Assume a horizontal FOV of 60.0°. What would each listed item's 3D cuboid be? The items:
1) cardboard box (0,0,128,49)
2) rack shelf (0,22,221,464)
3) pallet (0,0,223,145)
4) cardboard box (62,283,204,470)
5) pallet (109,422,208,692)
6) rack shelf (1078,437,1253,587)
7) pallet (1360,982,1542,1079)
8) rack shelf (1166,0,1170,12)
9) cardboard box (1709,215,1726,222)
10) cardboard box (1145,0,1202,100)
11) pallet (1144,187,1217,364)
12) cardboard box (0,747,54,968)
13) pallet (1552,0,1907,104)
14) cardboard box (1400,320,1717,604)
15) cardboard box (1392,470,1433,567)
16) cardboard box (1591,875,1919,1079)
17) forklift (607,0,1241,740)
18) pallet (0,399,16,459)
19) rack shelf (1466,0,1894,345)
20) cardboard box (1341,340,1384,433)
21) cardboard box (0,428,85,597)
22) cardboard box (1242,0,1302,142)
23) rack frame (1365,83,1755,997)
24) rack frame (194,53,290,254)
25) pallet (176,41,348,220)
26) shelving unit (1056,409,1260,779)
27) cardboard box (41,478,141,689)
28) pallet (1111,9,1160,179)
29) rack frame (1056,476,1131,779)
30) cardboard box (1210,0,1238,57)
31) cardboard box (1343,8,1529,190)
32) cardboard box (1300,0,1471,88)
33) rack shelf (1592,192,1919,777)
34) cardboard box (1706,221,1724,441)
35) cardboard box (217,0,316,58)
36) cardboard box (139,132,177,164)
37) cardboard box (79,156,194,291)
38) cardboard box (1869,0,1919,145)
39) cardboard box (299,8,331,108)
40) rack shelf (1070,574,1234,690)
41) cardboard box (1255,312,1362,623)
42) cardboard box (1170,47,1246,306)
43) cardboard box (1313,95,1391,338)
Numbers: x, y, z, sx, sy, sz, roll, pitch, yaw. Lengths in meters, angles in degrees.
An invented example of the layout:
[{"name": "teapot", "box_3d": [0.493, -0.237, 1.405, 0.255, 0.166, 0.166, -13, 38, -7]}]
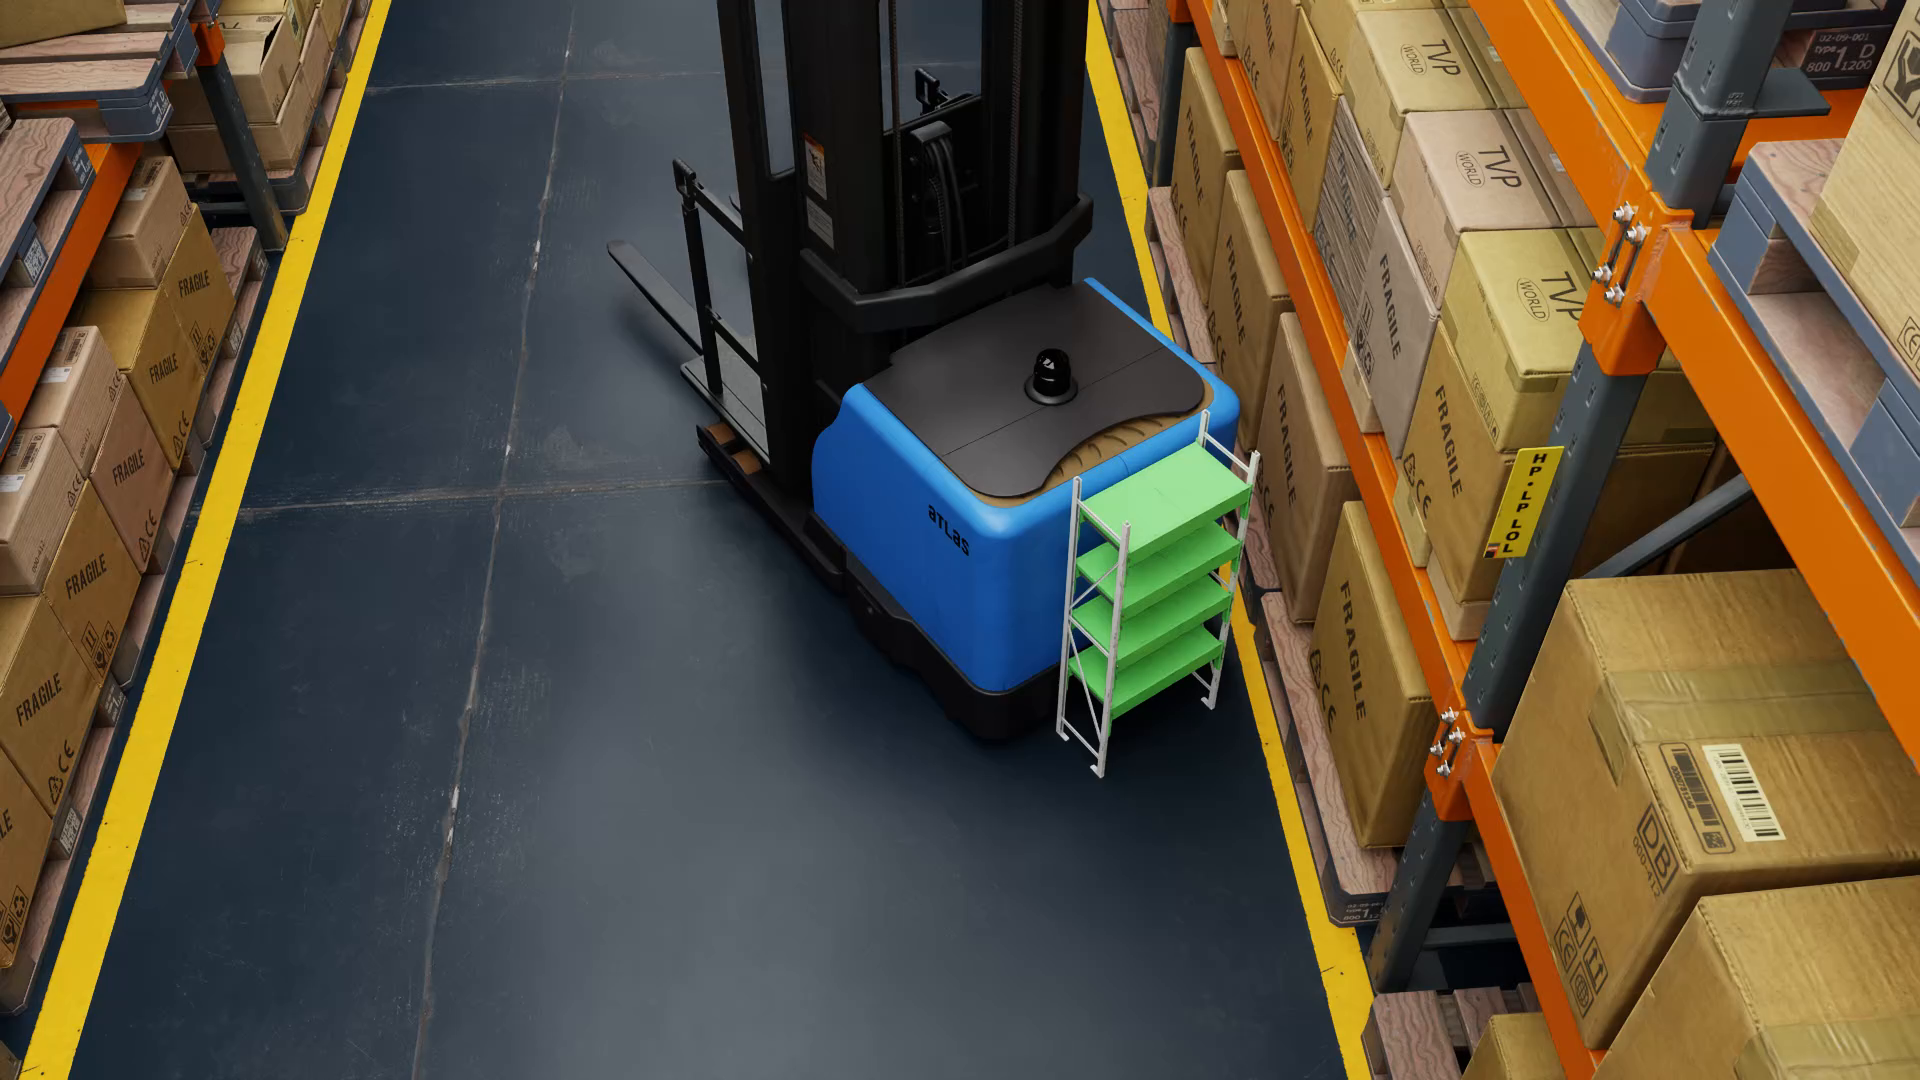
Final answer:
[{"name": "cardboard box", "box_3d": [-3.375, -2.065, 5.782, 0.700, 0.500, 0.500, -18, 49, -16]}, {"name": "rack shelf", "box_3d": [-3.372, -0.641, 5.286, 1.077, 0.370, 4.000, -3, 47, -3]}, {"name": "pallet", "box_3d": [-3.413, -1.783, 6.005, 1.213, 0.211, 1.003, -3, 47, -3]}, {"name": "cardboard box", "box_3d": [-3.184, -0.590, 6.161, 0.500, 0.500, 0.500, -5, 47, -5]}, {"name": "pallet", "box_3d": [-3.416, 0.047, 6.060, 1.003, 0.211, 1.213, -3, 47, -3]}, {"name": "rack shelf", "box_3d": [0.599, -0.087, 4.933, 0.480, 0.148, 0.258, -28, 52, -24]}, {"name": "pallet", "box_3d": [1.717, 1.769, 4.429, 1.003, 0.211, 1.213, -3, 47, -3]}, {"name": "rack shelf", "box_3d": [1.229, -3.838, 8.315, 1.077, 0.370, 4.000, -3, 47, -3]}, {"name": "cardboard box", "box_3d": [1.902, -0.873, 4.207, 0.500, 0.250, 0.500, -3, 47, -3]}, {"name": "cardboard box", "box_3d": [1.284, -2.448, 7.921, 0.700, 0.500, 0.500, -3, 47, -3]}, {"name": "pallet", "box_3d": [1.387, -1.105, 7.151, 1.003, 0.211, 1.213, -3, 47, -3]}, {"name": "cardboard box", "box_3d": [-3.002, 0.903, 4.748, 0.500, 0.500, 0.500, -5, 47, -5]}, {"name": "pallet", "box_3d": [1.605, -1.371, 3.548, 0.805, 0.209, 1.217, -5, 47, -5]}, {"name": "cardboard box", "box_3d": [1.441, -0.207, 4.093, 0.500, 0.500, 0.500, -4, 47, -4]}, {"name": "cardboard box", "box_3d": [1.376, -0.074, 4.413, 0.380, 0.149, 0.250, -3, 47, -3]}, {"name": "cardboard box", "box_3d": [1.816, 1.074, 2.960, 0.980, 0.700, 0.700, -5, 47, -4]}, {"name": "forklift", "box_3d": [-0.367, -1.379, 5.537, 1.130, 2.935, 3.031, -28, 52, -24]}, {"name": "pallet", "box_3d": [-3.163, 0.040, 4.278, 1.003, 0.211, 1.213, -3, 47, -3]}, {"name": "rack shelf", "box_3d": [1.564, -1.976, 4.485, 1.077, 0.370, 4.000, -3, 47, -3]}, {"name": "cardboard box", "box_3d": [1.319, -0.452, 4.771, 0.380, 0.149, 0.250, -3, 47, -3]}, {"name": "cardboard box", "box_3d": [-3.086, -0.079, 5.161, 0.500, 0.250, 0.500, -3, 47, -3]}, {"name": "cardboard box", "box_3d": [1.257, -1.677, 5.485, 0.500, 0.500, 0.500, -4, 47, -3]}, {"name": "rack frame", "box_3d": [1.731, 0.255, 3.942, 1.000, 3.000, 0.127, -3, 47, -3]}, {"name": "rack frame", "box_3d": [-3.540, -2.335, 6.395, 1.000, 3.000, 0.127, -3, 47, -3]}, {"name": "pallet", "box_3d": [-3.570, -1.974, 7.974, 1.003, 0.211, 1.213, -3, 47, -3]}, {"name": "shelving unit", "box_3d": [0.599, 0.199, 5.235, 0.503, 1.200, 0.258, -28, 52, -24]}, {"name": "cardboard box", "box_3d": [-3.093, 0.155, 5.456, 0.500, 0.500, 0.500, -3, 47, -3]}, {"name": "pallet", "box_3d": [1.332, -2.245, 8.231, 1.003, 0.211, 1.213, -3, 47, -3]}, {"name": "rack frame", "box_3d": [0.401, 0.303, 5.137, 0.015, 1.200, 0.240, -28, 52, -24]}, {"name": "cardboard box", "box_3d": [1.143, -1.927, 6.168, 0.380, 0.149, 0.250, -2, 47, -2]}, {"name": "cardboard box", "box_3d": [1.361, -1.208, 4.524, 0.500, 0.250, 0.500, -3, 47, -3]}, {"name": "cardboard box", "box_3d": [1.318, -1.577, 4.873, 0.500, 0.250, 0.500, -4, 47, -4]}, {"name": "rack shelf", "box_3d": [1.899, 0.918, 1.744, 1.077, 0.370, 4.000, -3, 47, -3]}, {"name": "cardboard box", "box_3d": [1.952, -0.495, 3.849, 0.500, 0.250, 0.500, -2, 47, -2]}, {"name": "cardboard box", "box_3d": [-3.343, -2.503, 7.773, 0.500, 0.311, 0.500, -5, 47, -4]}, {"name": "cardboard box", "box_3d": [-3.827, -1.900, 7.588, 0.500, 0.250, 0.500, -2, 47, -2]}, {"name": "cardboard box", "box_3d": [-3.218, -1.182, 6.205, 0.500, 0.250, 0.500, -2, 47, -2]}, {"name": "cardboard box", "box_3d": [1.511, -0.628, 1.942, 0.500, 0.500, 0.500, -4, 47, -4]}, {"name": "cardboard box", "box_3d": [-3.334, -2.294, 7.961, 0.500, 0.250, 0.500, -5, 47, -4]}, {"name": "rack shelf", "box_3d": [0.599, 0.243, 5.281, 0.480, 0.148, 0.258, -28, 52, -24]}, {"name": "cardboard box", "box_3d": [1.470, -0.255, 5.617, 0.750, 0.750, 0.750, -2, 47, -2]}, {"name": "cardboard box", "box_3d": [1.327, -1.504, 6.800, 0.750, 0.750, 0.750, -4, 47, -4]}, {"name": "cardboard box", "box_3d": [1.355, -0.939, 4.786, 0.500, 0.500, 0.500, -3, 47, -3]}]
